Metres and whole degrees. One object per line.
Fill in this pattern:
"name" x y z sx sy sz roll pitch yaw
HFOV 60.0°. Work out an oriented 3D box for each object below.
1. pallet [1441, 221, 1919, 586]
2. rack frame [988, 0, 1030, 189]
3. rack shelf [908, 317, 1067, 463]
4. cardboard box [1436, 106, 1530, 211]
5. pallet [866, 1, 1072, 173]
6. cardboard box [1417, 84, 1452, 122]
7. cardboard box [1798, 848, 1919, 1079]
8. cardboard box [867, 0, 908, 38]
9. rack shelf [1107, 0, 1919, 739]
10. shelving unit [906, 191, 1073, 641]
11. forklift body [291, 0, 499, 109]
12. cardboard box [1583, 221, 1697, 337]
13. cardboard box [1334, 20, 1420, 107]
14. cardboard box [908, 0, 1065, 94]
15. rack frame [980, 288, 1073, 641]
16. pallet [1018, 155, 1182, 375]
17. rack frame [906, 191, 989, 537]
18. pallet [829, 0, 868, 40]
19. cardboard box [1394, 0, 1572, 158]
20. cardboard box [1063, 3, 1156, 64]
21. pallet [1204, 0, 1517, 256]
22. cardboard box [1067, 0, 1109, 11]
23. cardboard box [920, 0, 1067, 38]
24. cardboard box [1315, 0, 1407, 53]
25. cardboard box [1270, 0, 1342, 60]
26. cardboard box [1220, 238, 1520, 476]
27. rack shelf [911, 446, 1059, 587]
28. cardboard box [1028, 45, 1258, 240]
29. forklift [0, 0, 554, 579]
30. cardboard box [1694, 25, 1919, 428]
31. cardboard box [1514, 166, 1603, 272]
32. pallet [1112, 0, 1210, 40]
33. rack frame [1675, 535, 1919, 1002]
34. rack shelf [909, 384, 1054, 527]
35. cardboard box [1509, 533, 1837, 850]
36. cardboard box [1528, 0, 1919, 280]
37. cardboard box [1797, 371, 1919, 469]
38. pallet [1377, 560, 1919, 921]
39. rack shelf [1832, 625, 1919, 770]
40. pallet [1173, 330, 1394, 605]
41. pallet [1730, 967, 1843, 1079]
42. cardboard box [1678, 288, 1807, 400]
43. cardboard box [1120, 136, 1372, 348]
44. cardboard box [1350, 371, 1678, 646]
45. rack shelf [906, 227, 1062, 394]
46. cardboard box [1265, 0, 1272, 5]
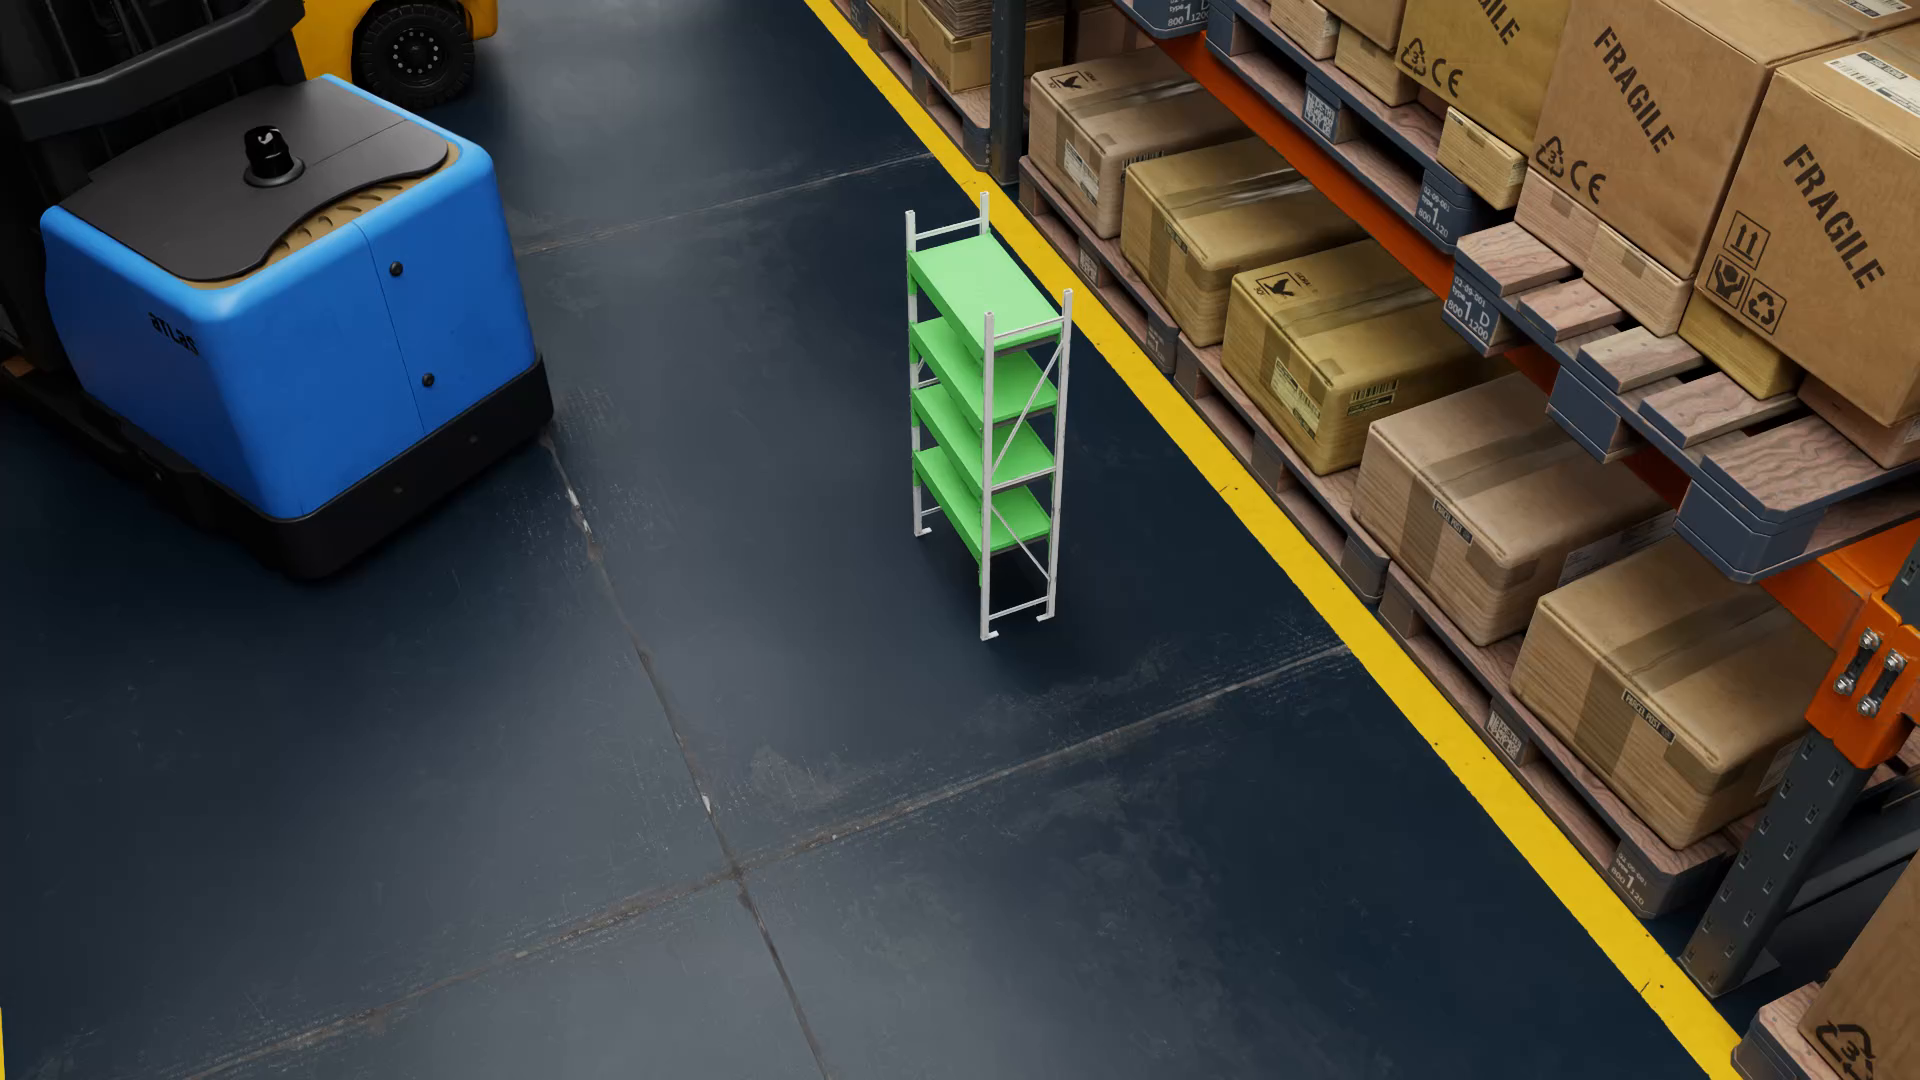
"pallet" 1.881 -0.472 3.729 1.213 0.211 1.003 -18 47 -17
"rack frame" 0.595 -2.666 5.817 1.000 3.000 0.127 -18 47 -17
"rack shelf" 0.070 -0.447 4.598 0.258 0.148 0.480 -18 47 -17
"cardboard box" 1.374 -0.948 3.955 0.380 0.149 0.250 -17 47 -17
"pallet" 0.281 -2.091 7.219 1.003 0.211 1.213 -18 47 -17
"cardboard box" 1.383 -1.145 4.155 0.380 0.149 0.250 -18 47 -17
"cardboard box" 2.492 0.954 3.361 0.875 0.875 0.875 -18 48 -18
"cardboard box" -0.130 -2.471 7.277 0.500 0.250 0.500 -19 48 -18
"rack shelf" 1.436 -1.136 4.778 1.077 0.370 4.000 -18 47 -17
"shelving unit" 0.070 -0.322 4.722 0.258 1.200 0.503 -18 47 -17
"forklift body" -3.136 -2.775 6.531 2.313 2.155 1.214 -18 47 -17
"cardboard box" 1.601 -0.614 3.616 0.380 0.149 0.250 -18 48 -18
"cardboard box" 1.202 -1.281 4.292 0.380 0.149 0.250 -19 48 -19
"cardboard box" 0.103 -2.134 6.936 0.500 0.250 0.500 -16 47 -16
"rack frame" 0.172 -0.166 4.564 0.240 1.200 0.015 -18 47 -17
"pallet" 0.924 -1.178 6.294 1.003 0.211 1.213 -18 47 -17
"rack frame" -0.033 -0.477 4.879 0.240 1.200 0.015 -18 47 -17
"pallet" -0.236 -2.870 8.008 1.003 0.211 1.213 -18 47 -17
"cardboard box" 1.393 -1.263 3.813 0.500 0.500 0.500 -21 48 -20
"cardboard box" 0.592 -2.293 7.097 0.500 0.250 0.500 -20 48 -19
"pallet" 1.408 -1.298 4.567 1.003 0.211 1.213 -18 47 -17
"cardboard box" 0.592 -2.560 6.833 0.500 0.500 0.500 -16 47 -16
"cardboard box" 0.103 -2.402 6.673 0.500 0.500 0.500 -19 48 -18
"cardboard box" 1.165 -1.612 4.166 0.500 0.500 0.500 -20 48 -19
"cardboard box" 1.064 -1.442 4.456 0.380 0.149 0.250 -16 47 -16
"cardboard box" 1.417 -0.647 5.342 0.950 0.372 0.625 -17 47 -16
"rack shelf" 0.070 -0.105 4.935 0.258 0.148 0.480 -18 47 -17
"cardboard box" 0.818 -1.547 6.254 0.950 0.372 0.625 -17 47 -17
"forklift" -2.841 -1.781 4.968 3.031 2.935 1.130 28 51 26
"cardboard box" 1.834 -0.616 3.157 0.500 0.500 0.500 -19 48 -19
"cardboard box" 1.502 -0.776 3.781 0.380 0.149 0.250 -20 48 -19
"pallet" 0.785 -2.068 5.347 1.003 0.211 1.213 -18 47 -17
"rack frame" 2.277 -0.117 3.233 1.000 3.000 0.127 -18 47 -17
"rack shelf" 0.070 -0.276 4.767 0.258 0.148 0.480 -18 47 -17
"cardboard box" 2.049 0.306 4.377 0.950 0.372 0.625 -21 48 -20
"cardboard box" 1.606 -0.942 3.487 0.500 0.500 0.500 -19 48 -18
"cardboard box" 1.926 -0.317 3.315 0.380 0.149 0.250 -16 47 -16
"pallet" 1.950 0.377 4.718 1.003 0.211 1.213 -18 47 -17
"rack shelf" 3.118 1.413 2.194 1.077 0.370 4.000 -18 47 -17
"pallet" 1.441 -0.399 5.505 1.003 0.211 1.213 -18 47 -17
"pallet" 2.540 1.400 3.681 1.003 0.211 1.213 -18 47 -17
"cardboard box" 1.747 -0.466 3.467 0.380 0.149 0.250 -17 47 -17
"cardboard box" 1.123 -1.090 5.791 0.950 0.372 0.625 -15 47 -15
"cardboard box" 1.731 -0.162 4.851 0.950 0.372 0.625 -19 48 -18
"rack shelf" 0.070 -0.618 4.429 0.258 0.148 0.480 -18 47 -17
"cardboard box" 0.999 -1.627 4.643 0.380 0.149 0.250 -18 47 -17
